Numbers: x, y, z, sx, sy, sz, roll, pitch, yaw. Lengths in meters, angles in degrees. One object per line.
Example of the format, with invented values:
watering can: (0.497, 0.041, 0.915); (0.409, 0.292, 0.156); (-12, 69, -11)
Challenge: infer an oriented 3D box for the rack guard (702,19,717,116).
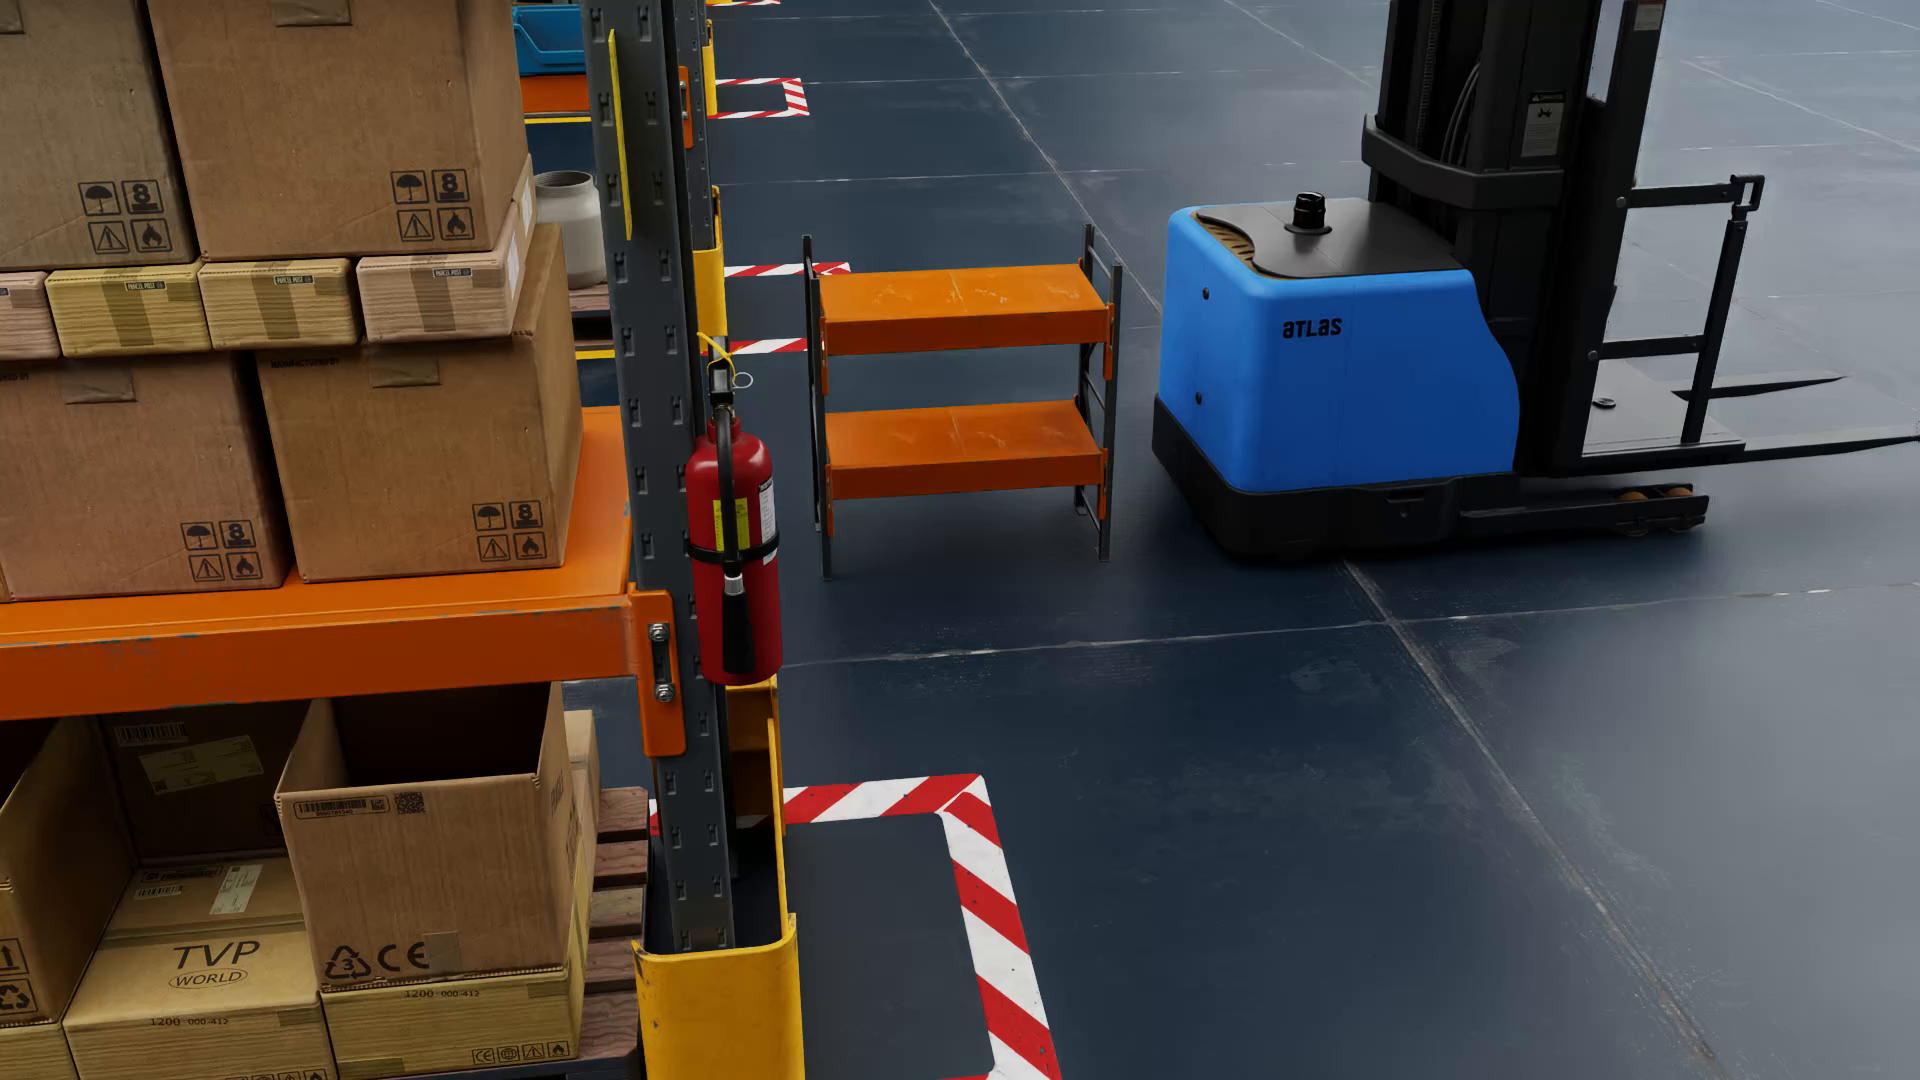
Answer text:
rack guard: (-2.069, -3.649, 12.814); (0.348, 0.500, 1.175); (-4, 27, -7)

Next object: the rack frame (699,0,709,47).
rack frame: (-1.994, -4.766, 12.253); (0.127, 3.000, 1.000); (-4, 27, -7)

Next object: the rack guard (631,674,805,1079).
rack guard: (-0.594, 0.823, 4.098); (0.348, 0.500, 1.175); (-4, 27, -7)

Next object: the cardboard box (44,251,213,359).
cardboard box: (-1.482, -0.476, 3.073); (0.250, 0.149, 0.380); (-4, 27, -8)

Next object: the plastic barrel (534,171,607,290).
plastic barrel: (-1.945, -1.530, 8.212); (0.421, 0.512, 0.421); (0, 27, 0)

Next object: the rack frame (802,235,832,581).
rack frame: (-0.510, -0.468, 5.929); (0.032, 1.125, 0.500); (-4, 27, -7)

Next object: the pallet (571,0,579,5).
pallet: (-3.366, -5.688, 17.104); (1.213, 0.211, 1.003); (-4, 27, -7)

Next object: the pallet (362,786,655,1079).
pallet: (-1.369, 1.021, 4.029); (1.213, 0.211, 1.003); (-4, 27, -7)

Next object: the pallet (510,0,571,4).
pallet: (-4.571, -5.612, 16.955); (1.213, 0.211, 1.003); (-4, 27, -7)

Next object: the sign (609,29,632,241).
sign: (-0.556, -0.662, 2.726); (0.005, 0.325, 0.100); (-4, 27, -7)

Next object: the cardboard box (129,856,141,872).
cardboard box: (-2.170, 0.748, 4.059); (0.500, 0.250, 0.500); (-4, 27, -7)

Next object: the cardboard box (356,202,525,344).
cardboard box: (-0.970, -0.510, 3.138); (0.250, 0.149, 0.380); (-4, 27, -8)

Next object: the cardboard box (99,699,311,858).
cardboard box: (-1.675, 0.382, 3.951); (0.500, 0.500, 0.500); (-4, 27, -7)

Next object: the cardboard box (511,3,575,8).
cardboard box: (-3.202, -3.755, 12.560); (0.500, 0.500, 0.500); (3, 27, 6)

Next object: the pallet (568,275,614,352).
pallet: (-2.178, -1.211, 8.379); (1.213, 0.211, 1.003); (-4, 27, -7)

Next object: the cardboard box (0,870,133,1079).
cardboard box: (-2.096, 0.987, 3.593); (0.500, 0.250, 0.500); (-4, 27, -7)

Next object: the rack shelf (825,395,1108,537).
rack shelf: (-0.007, -0.282, 6.104); (1.000, 0.278, 0.538); (-4, 27, -7)

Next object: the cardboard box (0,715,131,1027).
cardboard box: (-2.096, 0.654, 3.419); (0.500, 0.500, 0.500); (-4, 27, -7)

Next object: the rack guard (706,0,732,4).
rack guard: (-2.561, -5.904, 17.209); (0.348, 0.500, 1.175); (-4, 27, -7)

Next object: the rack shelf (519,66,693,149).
rack shelf: (-3.285, -2.080, 7.805); (4.000, 0.370, 1.077); (-4, 27, -7)

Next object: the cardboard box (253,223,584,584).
cardboard box: (-1.082, -0.308, 3.455); (0.500, 0.500, 0.700); (-4, 27, -7)

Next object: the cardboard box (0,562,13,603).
cardboard box: (-2.094, -0.243, 3.329); (0.500, 0.500, 0.700); (-3, 27, -7)

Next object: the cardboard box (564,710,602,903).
cardboard box: (-1.180, 0.683, 4.186); (0.500, 0.250, 0.500); (-4, 27, -7)

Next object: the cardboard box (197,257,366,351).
cardboard box: (-1.229, -0.493, 3.104); (0.250, 0.149, 0.380); (-3, 27, -6)

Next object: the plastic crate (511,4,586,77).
plastic crate: (-1.758, -2.294, 7.597); (0.616, 0.251, 0.499); (-4, 27, -7)

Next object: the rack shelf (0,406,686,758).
rack shelf: (-2.598, 0.160, 3.441); (4.000, 0.370, 1.077); (-4, 27, -7)

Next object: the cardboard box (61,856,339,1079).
cardboard box: (-1.601, 0.954, 3.657); (0.500, 0.250, 0.500); (-4, 27, -7)

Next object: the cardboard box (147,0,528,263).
cardboard box: (-1.134, -0.882, 3.152); (0.500, 0.500, 0.700); (-4, 27, -7)

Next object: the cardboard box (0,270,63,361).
cardboard box: (-1.731, -0.461, 3.043); (0.250, 0.149, 0.380); (-3, 27, -6)

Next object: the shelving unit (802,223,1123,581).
shelving unit: (-0.007, -0.500, 5.992); (1.048, 1.125, 0.538); (-4, 27, -7)

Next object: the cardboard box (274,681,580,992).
cardboard box: (-1.107, 0.584, 3.556); (0.500, 0.500, 0.500); (-4, 27, -7)

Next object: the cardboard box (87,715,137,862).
cardboard box: (-2.168, 0.419, 3.877); (0.500, 0.500, 0.500); (-4, 27, -7)

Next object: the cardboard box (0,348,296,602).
cardboard box: (-1.601, -0.272, 3.385); (0.500, 0.500, 0.700); (-3, 27, -6)

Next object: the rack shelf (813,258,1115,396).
rack shelf: (-0.007, -0.760, 5.859); (1.000, 0.278, 0.538); (-4, 27, -7)

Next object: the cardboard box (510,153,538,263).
cardboard box: (-1.036, -0.693, 3.494); (0.250, 0.149, 0.380); (-4, 27, -7)

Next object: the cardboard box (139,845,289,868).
cardboard box: (-1.674, 0.716, 4.120); (0.500, 0.250, 0.500); (-4, 27, -7)

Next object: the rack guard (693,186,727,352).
rack guard: (-1.373, -1.389, 8.409); (0.348, 0.500, 1.175); (-4, 27, -7)

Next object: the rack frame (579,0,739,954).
rack frame: (-0.618, -0.287, 3.524); (0.127, 3.000, 1.000); (-4, 27, -7)

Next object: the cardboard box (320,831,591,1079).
cardboard box: (-1.108, 0.917, 3.729); (0.500, 0.250, 0.500); (-4, 27, -7)

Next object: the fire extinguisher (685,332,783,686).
fire extinguisher: (-0.436, -0.050, 3.147); (0.183, 0.674, 0.296); (-4, 27, -7)

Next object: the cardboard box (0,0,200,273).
cardboard box: (-1.654, -0.846, 3.082); (0.500, 0.500, 0.700); (-4, 27, -8)

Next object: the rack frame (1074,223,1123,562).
rack frame: (0.497, -0.532, 6.055); (0.032, 1.125, 0.500); (-4, 27, -7)

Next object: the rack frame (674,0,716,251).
rack frame: (-1.304, -2.527, 7.889); (0.127, 3.000, 1.000); (-4, 27, -7)

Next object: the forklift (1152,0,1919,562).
forklift: (2.355, -1.547, 6.054); (3.031, 2.935, 1.130); (-5, 28, -10)

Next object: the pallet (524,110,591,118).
pallet: (-2.879, -3.485, 12.810); (1.213, 0.211, 1.003); (-4, 27, -7)
